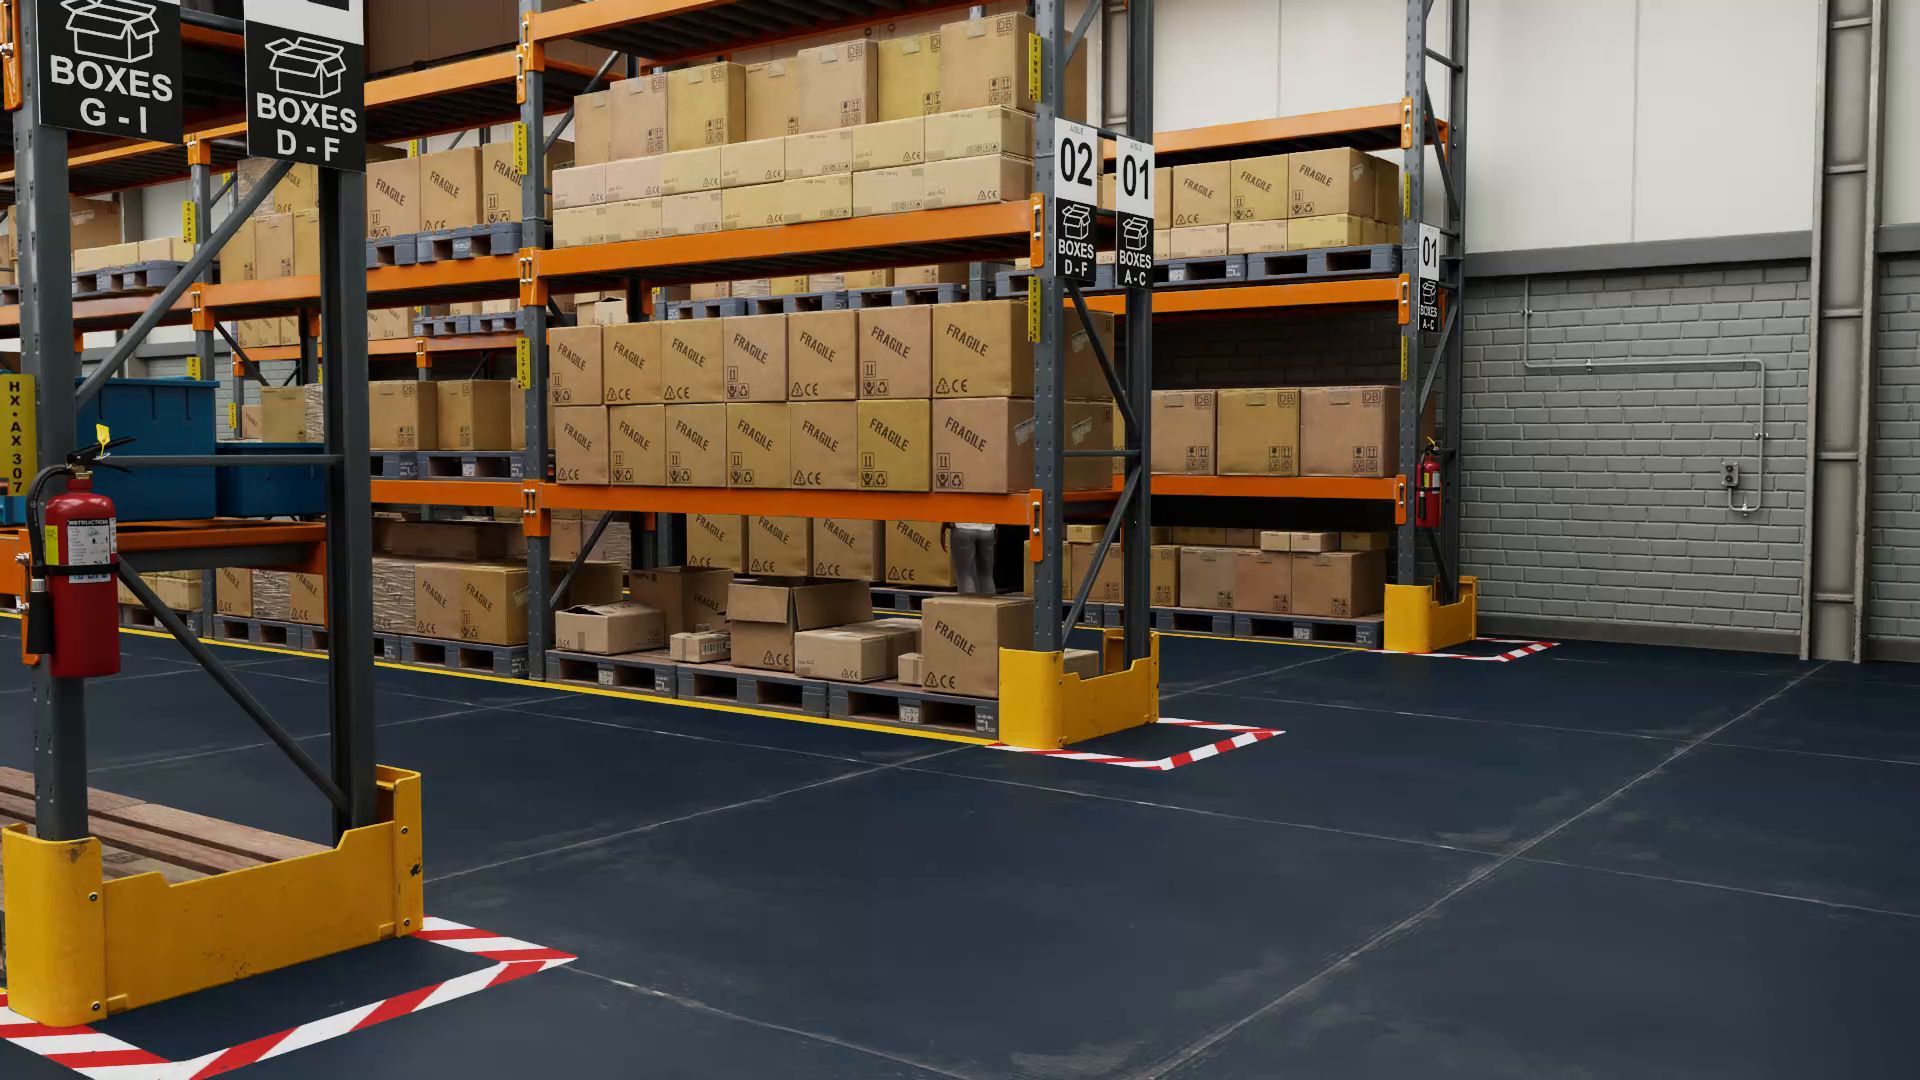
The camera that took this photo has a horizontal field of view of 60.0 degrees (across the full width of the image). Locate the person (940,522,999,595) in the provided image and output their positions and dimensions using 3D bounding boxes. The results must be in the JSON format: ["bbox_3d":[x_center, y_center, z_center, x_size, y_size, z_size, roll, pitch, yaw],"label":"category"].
[{"bbox_3d":[0.076,-0.076,13.519,0.567,1.694,0.529,-2,4,-29],"label":"person"}]
